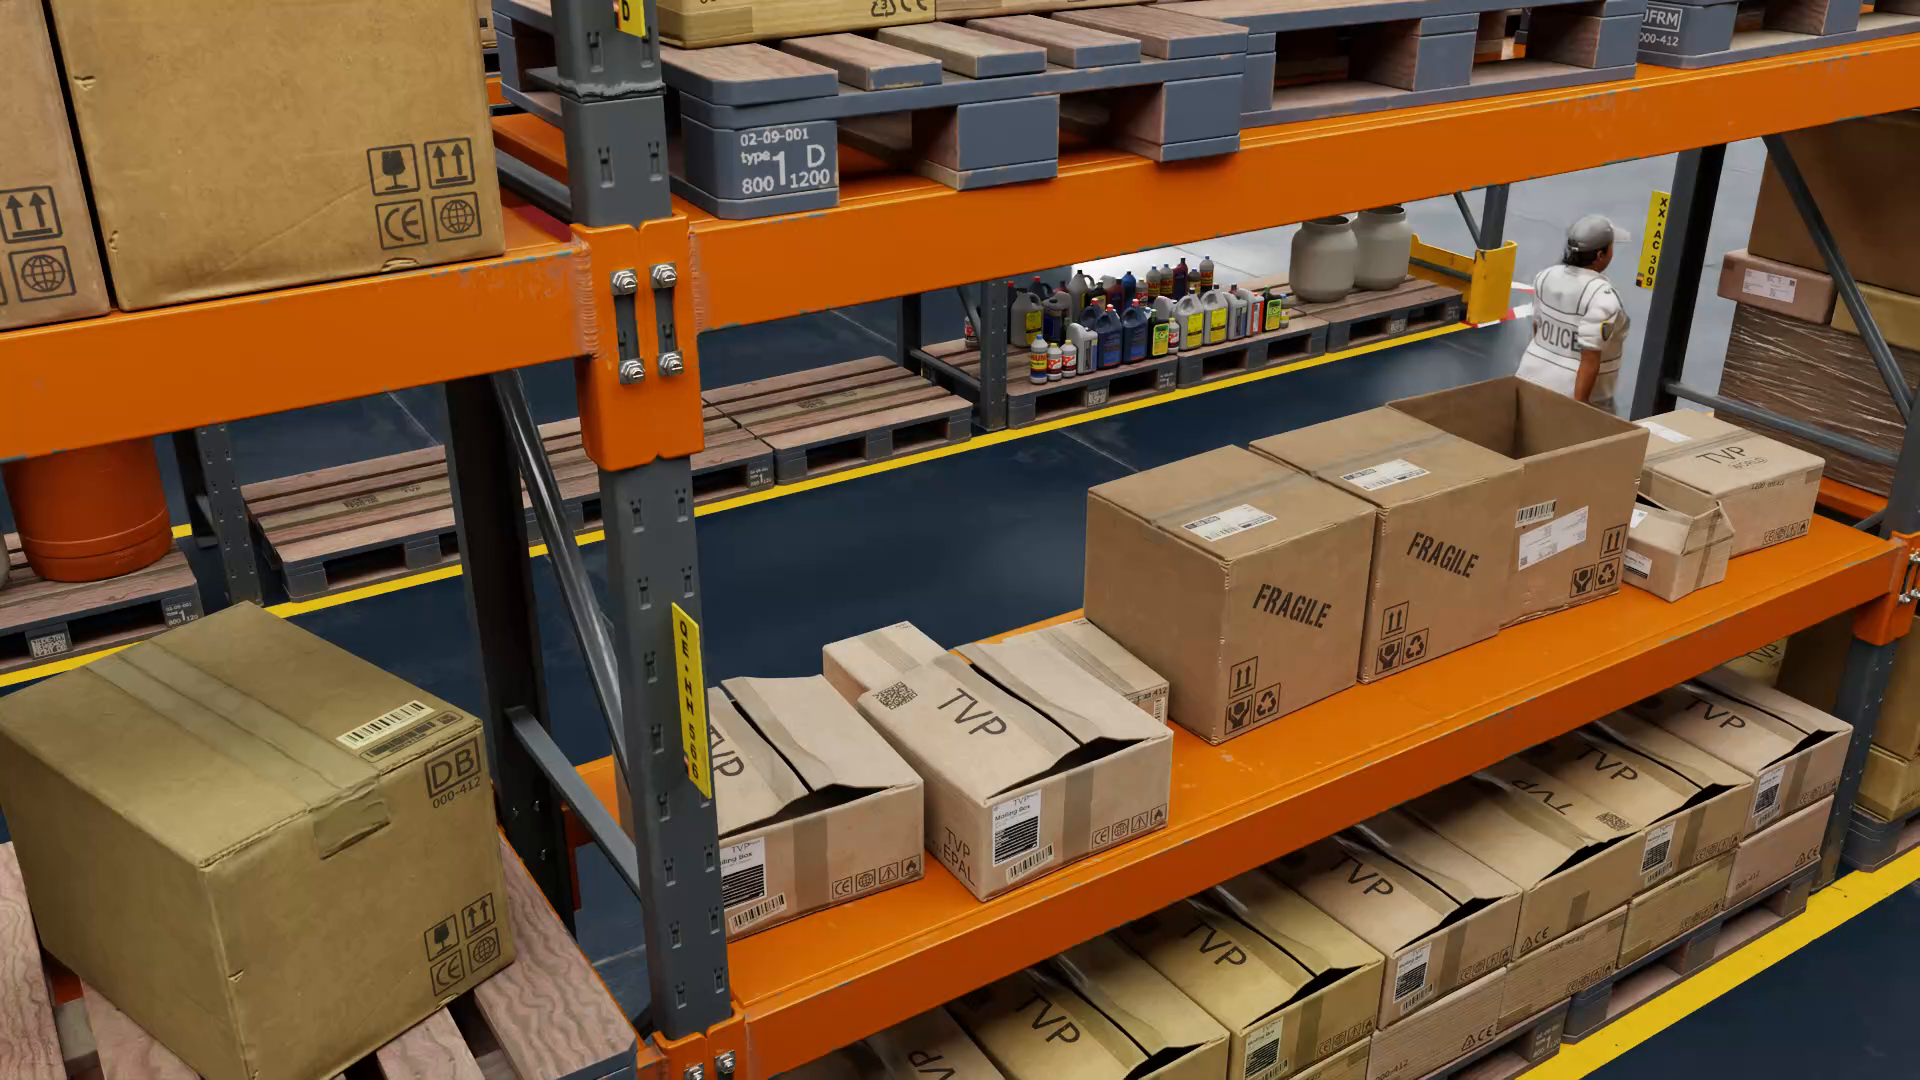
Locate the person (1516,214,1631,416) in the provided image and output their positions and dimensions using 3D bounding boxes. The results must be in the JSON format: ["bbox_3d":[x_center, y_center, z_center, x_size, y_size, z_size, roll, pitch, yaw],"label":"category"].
[{"bbox_3d":[2.745,-0.685,7.550,1.013,1.614,0.485,-15,29,-28],"label":"person"}]
